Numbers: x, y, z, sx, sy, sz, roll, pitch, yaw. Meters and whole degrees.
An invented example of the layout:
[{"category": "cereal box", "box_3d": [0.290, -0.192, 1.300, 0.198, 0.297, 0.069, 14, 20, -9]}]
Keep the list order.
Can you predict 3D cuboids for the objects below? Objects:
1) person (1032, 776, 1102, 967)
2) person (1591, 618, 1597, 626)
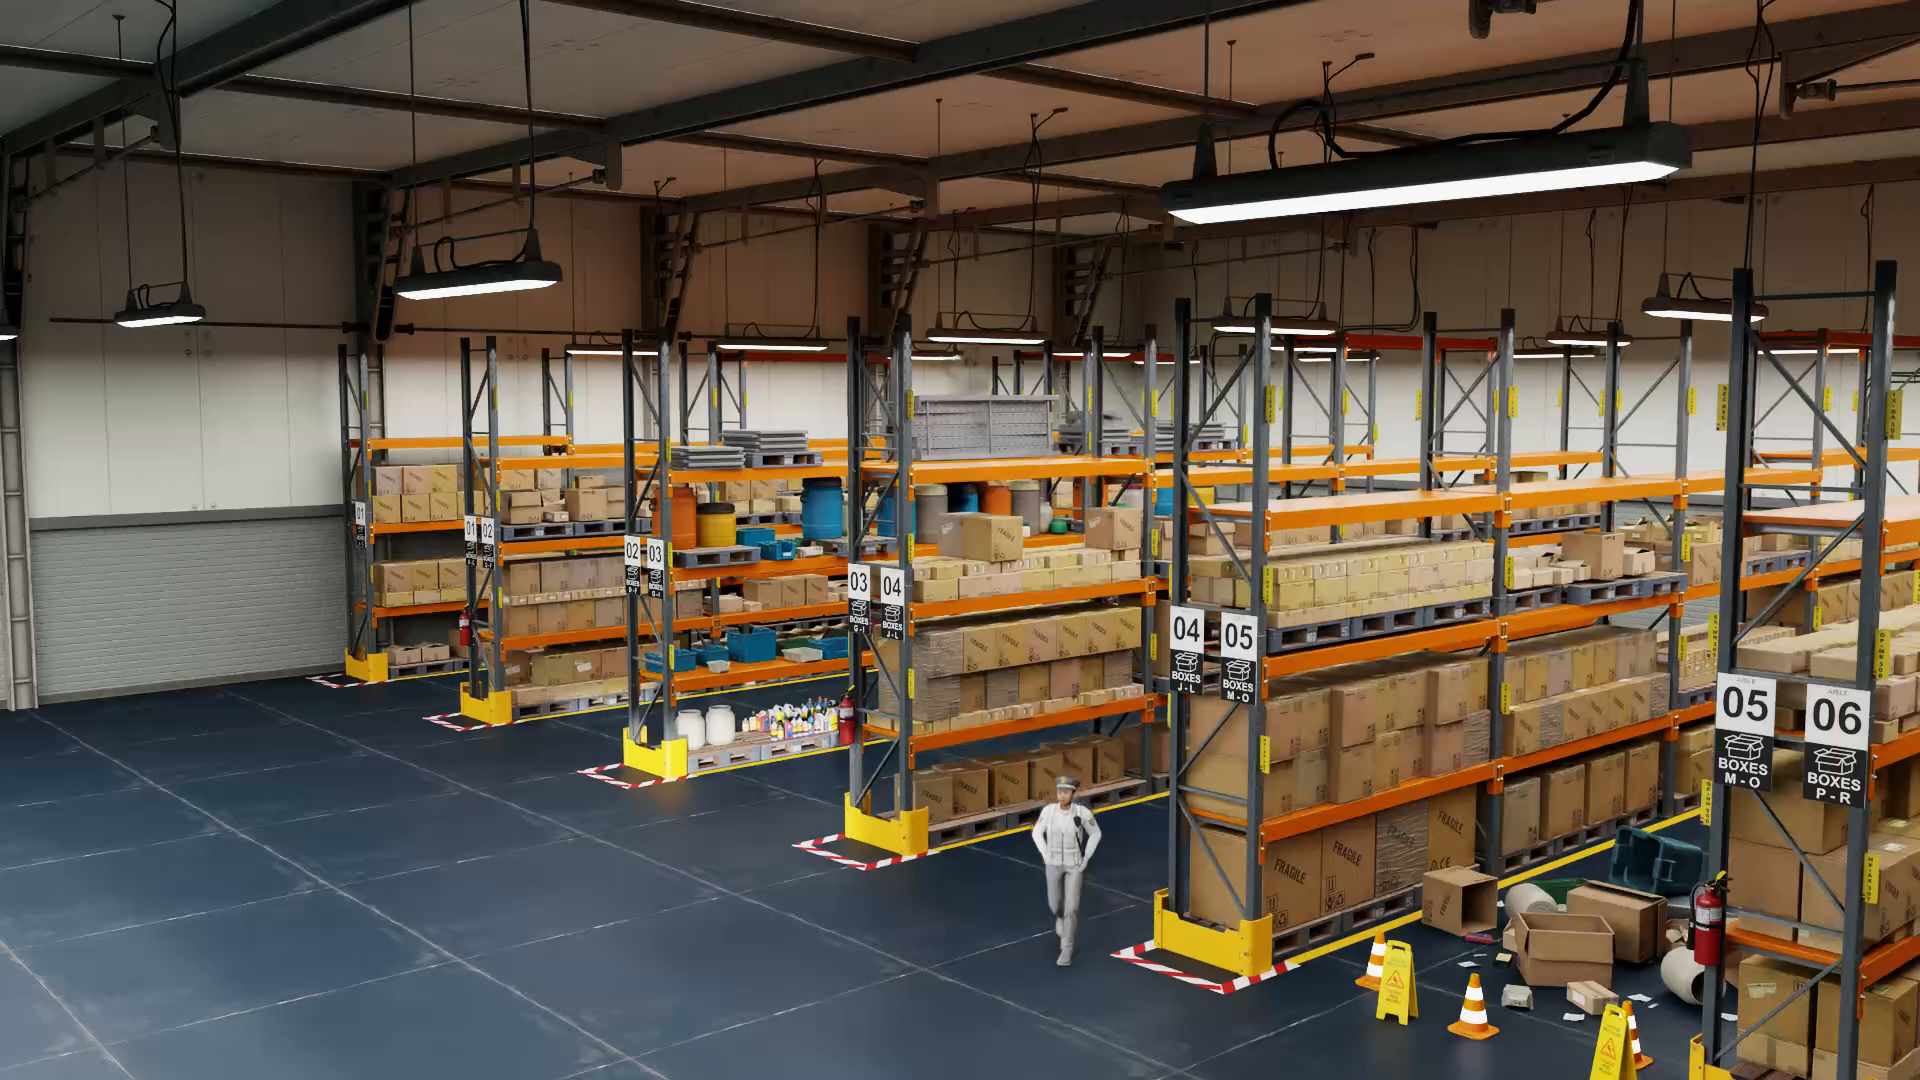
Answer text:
[{"category": "person", "box_3d": [0.979, 2.974, 15.255, 0.638, 1.703, 0.734, 0, 5, 5]}, {"category": "person", "box_3d": [10.011, 2.018, 26.148, 0.605, 1.615, 0.559, 4, 7, 41]}]
